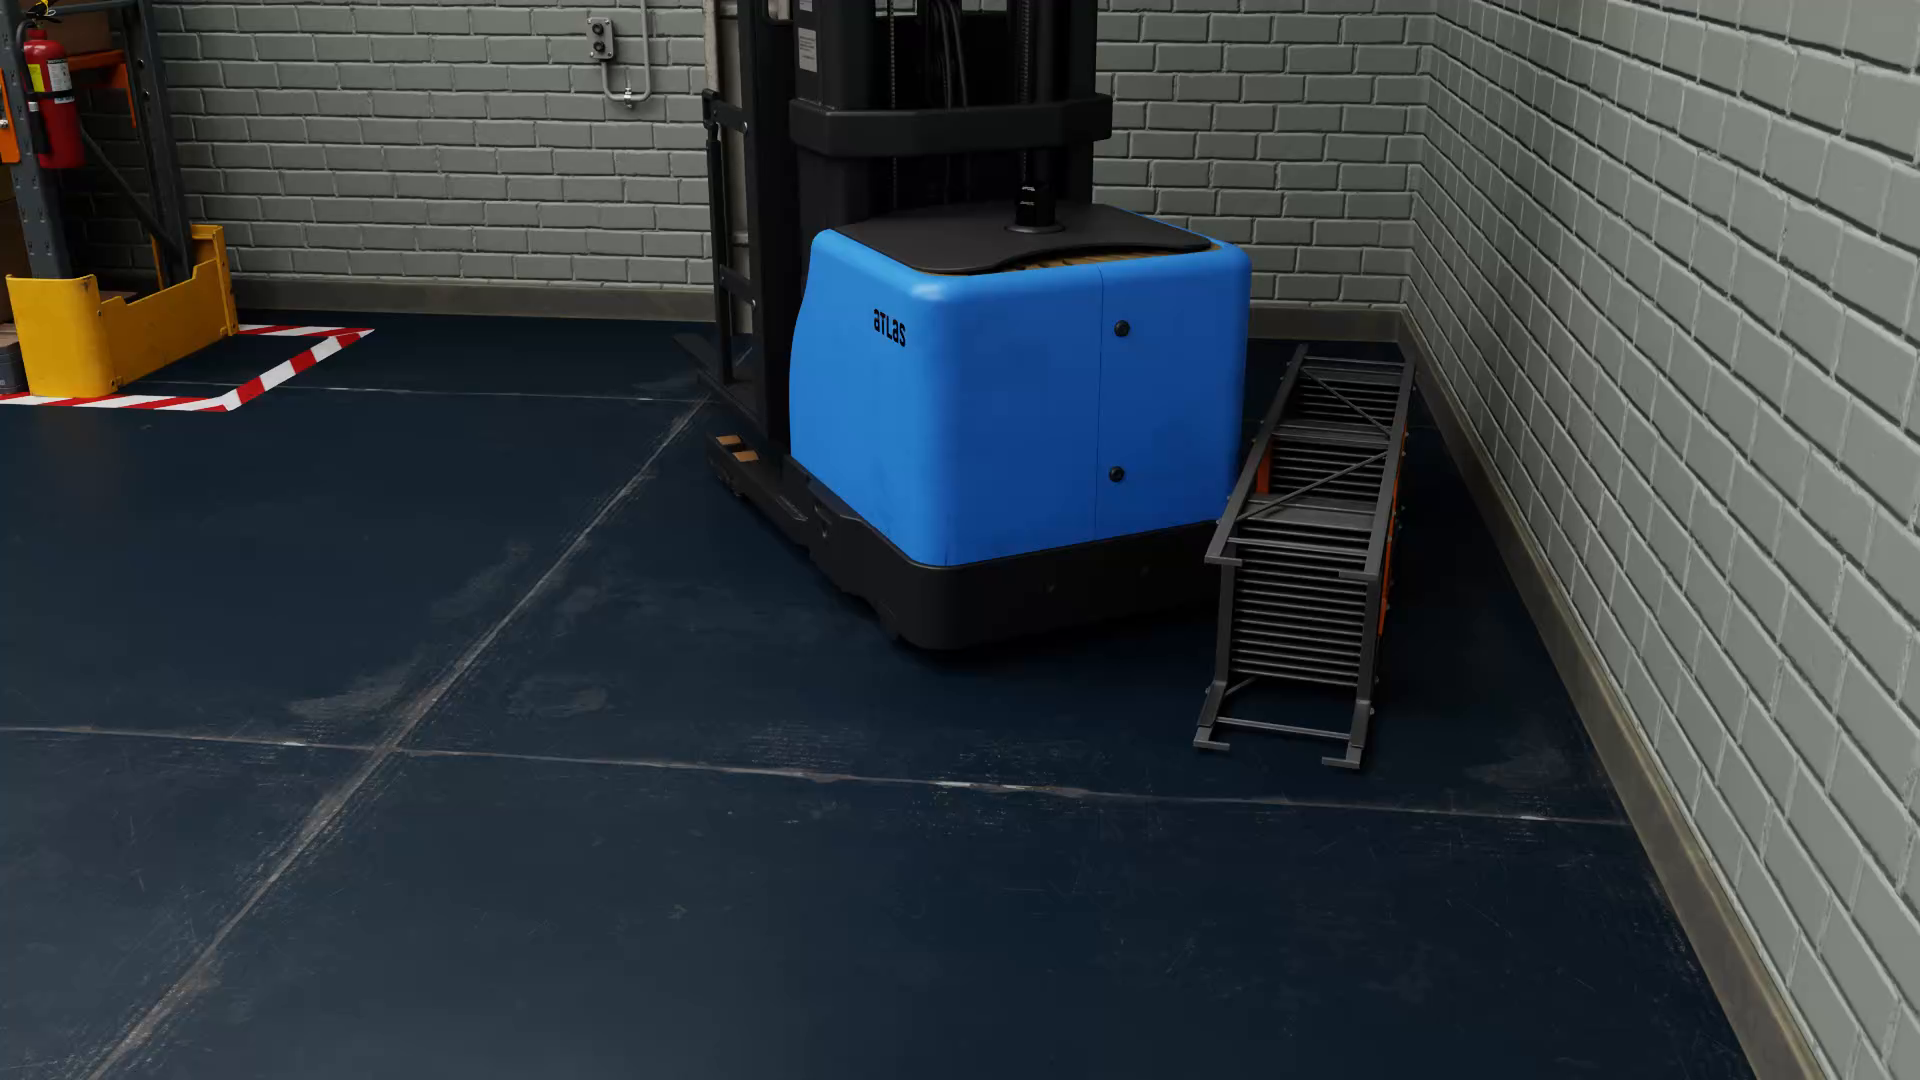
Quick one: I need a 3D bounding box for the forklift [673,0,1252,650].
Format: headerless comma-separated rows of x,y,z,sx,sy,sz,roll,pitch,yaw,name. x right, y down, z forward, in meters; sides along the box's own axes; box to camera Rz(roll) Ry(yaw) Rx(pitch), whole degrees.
-0.263,-1.570,5.426,1.130,2.935,3.031,-10,24,-23,forklift

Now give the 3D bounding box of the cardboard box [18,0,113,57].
-4.213,-2.362,6.926,0.700,0.700,0.980,3,22,9,cardboard box

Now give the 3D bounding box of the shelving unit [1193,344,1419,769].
1.070,-0.066,4.895,0.431,0.503,2.100,6,22,16,shelving unit

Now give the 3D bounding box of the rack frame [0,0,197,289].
-3.706,-2.204,6.934,0.127,3.000,1.000,2,22,6,rack frame

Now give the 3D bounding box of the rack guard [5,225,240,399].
-3.682,-1.040,7.391,0.348,0.500,1.175,2,22,6,rack guard

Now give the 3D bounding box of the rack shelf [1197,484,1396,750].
0.865,0.179,4.258,0.431,0.480,0.518,6,22,16,rack shelf

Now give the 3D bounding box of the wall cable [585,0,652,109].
-2.323,-2.966,7.481,1.851,1.984,0.084,2,22,6,wall cable

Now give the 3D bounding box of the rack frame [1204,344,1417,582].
1.071,-0.293,4.808,0.400,0.015,2.100,6,22,16,rack frame

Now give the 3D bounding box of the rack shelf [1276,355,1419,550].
1.267,-0.302,5.509,0.431,0.480,0.518,6,22,16,rack shelf

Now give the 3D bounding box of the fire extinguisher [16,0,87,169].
-3.610,-1.819,6.574,0.183,0.674,0.296,2,22,6,fire extinguisher

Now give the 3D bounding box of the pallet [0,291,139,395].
-4.509,-0.913,7.462,1.213,0.211,1.003,2,22,6,pallet

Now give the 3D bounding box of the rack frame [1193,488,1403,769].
1.069,0.162,4.983,0.400,0.015,2.100,6,22,16,rack frame

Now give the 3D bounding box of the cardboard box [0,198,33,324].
-4.413,-1.230,7.301,0.500,0.500,0.700,2,22,6,cardboard box

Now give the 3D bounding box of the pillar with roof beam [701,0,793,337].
-1.429,-3.621,2.359,0.400,9.000,9.100,2,22,6,pillar with roof beam

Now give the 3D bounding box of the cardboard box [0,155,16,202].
-4.265,-1.600,7.353,0.250,0.149,0.380,3,22,7,cardboard box

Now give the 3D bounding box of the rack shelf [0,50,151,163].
-5.692,-1.956,7.285,4.000,0.370,1.077,2,22,6,rack shelf

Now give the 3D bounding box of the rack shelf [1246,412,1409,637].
1.066,-0.061,4.883,0.431,0.480,0.518,6,22,16,rack shelf
